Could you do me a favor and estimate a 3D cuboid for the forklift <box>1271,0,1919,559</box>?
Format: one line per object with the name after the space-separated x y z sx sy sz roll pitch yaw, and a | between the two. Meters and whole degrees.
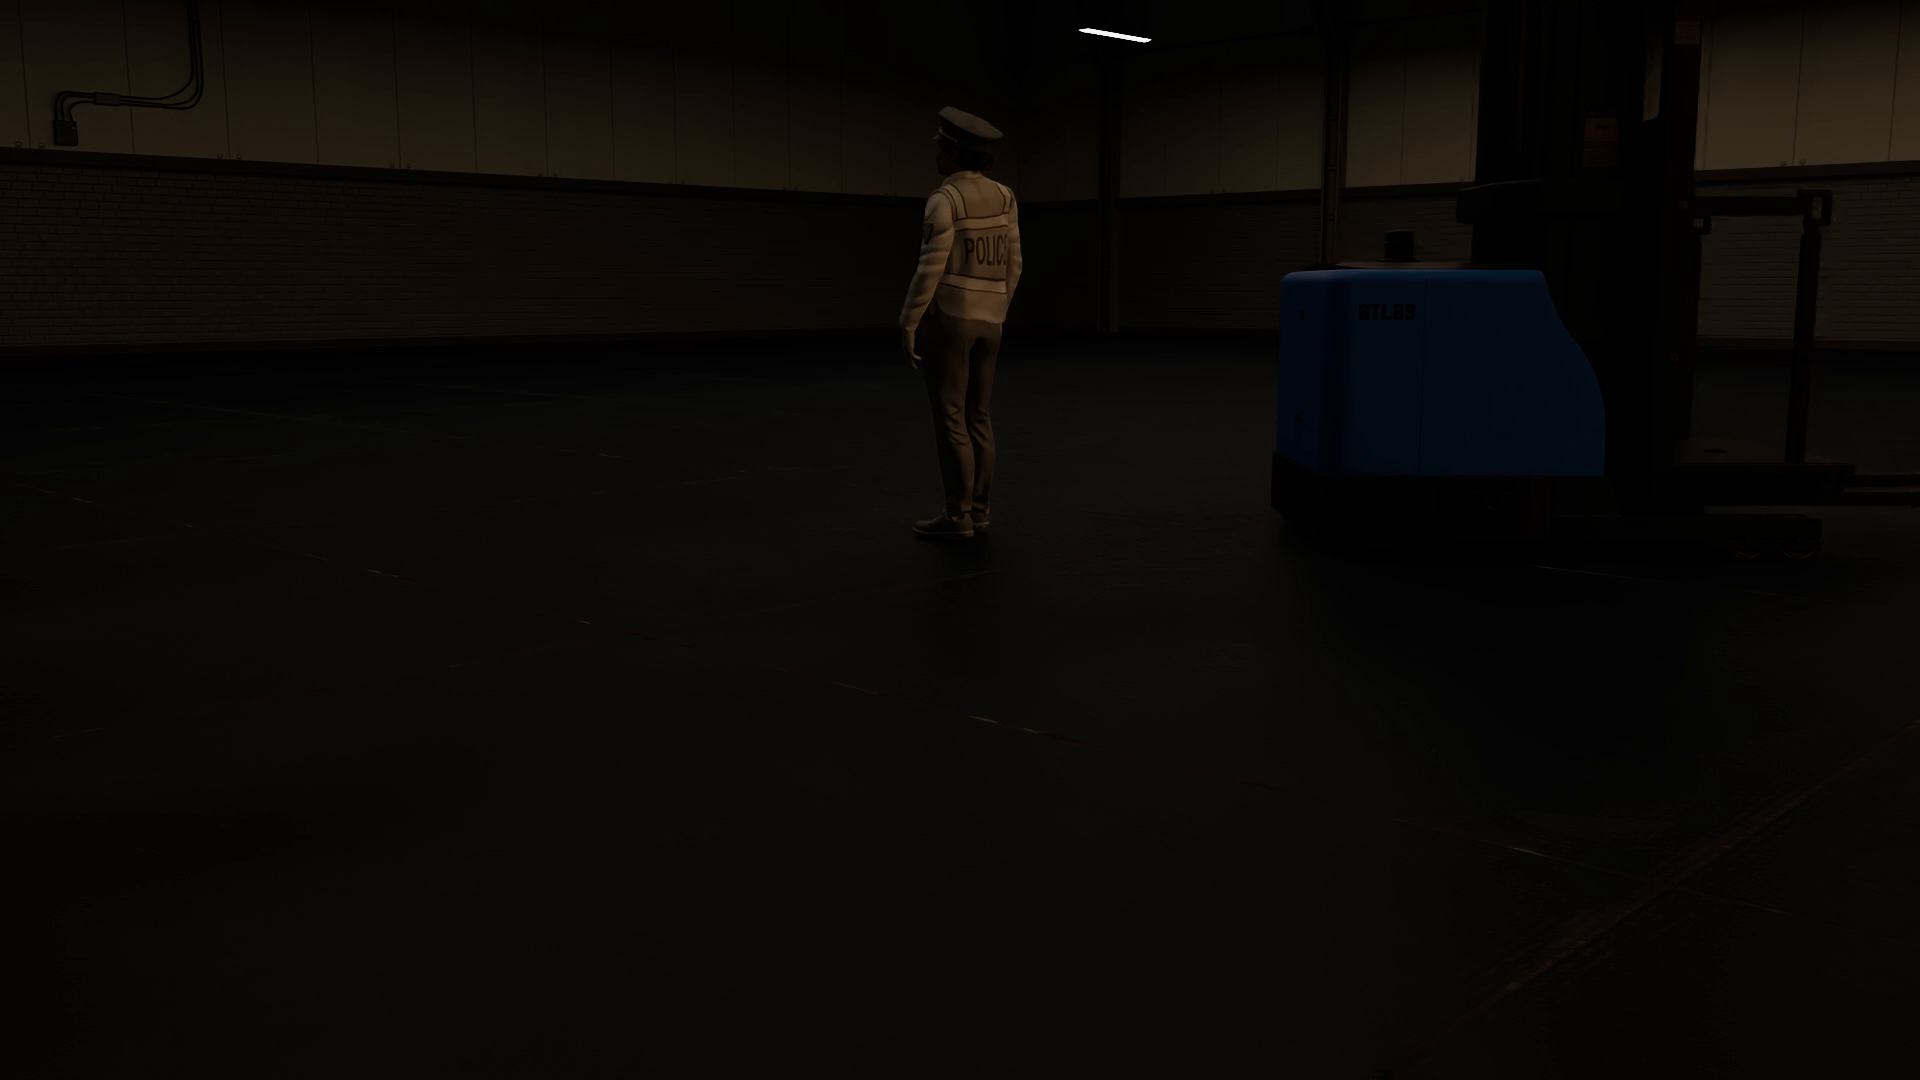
2.859 -1.457 6.548 3.031 2.935 1.130 0 9 0 | forklift

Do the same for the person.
-0.044 -0.853 6.642 0.531 1.694 0.586 8 12 43 | person
